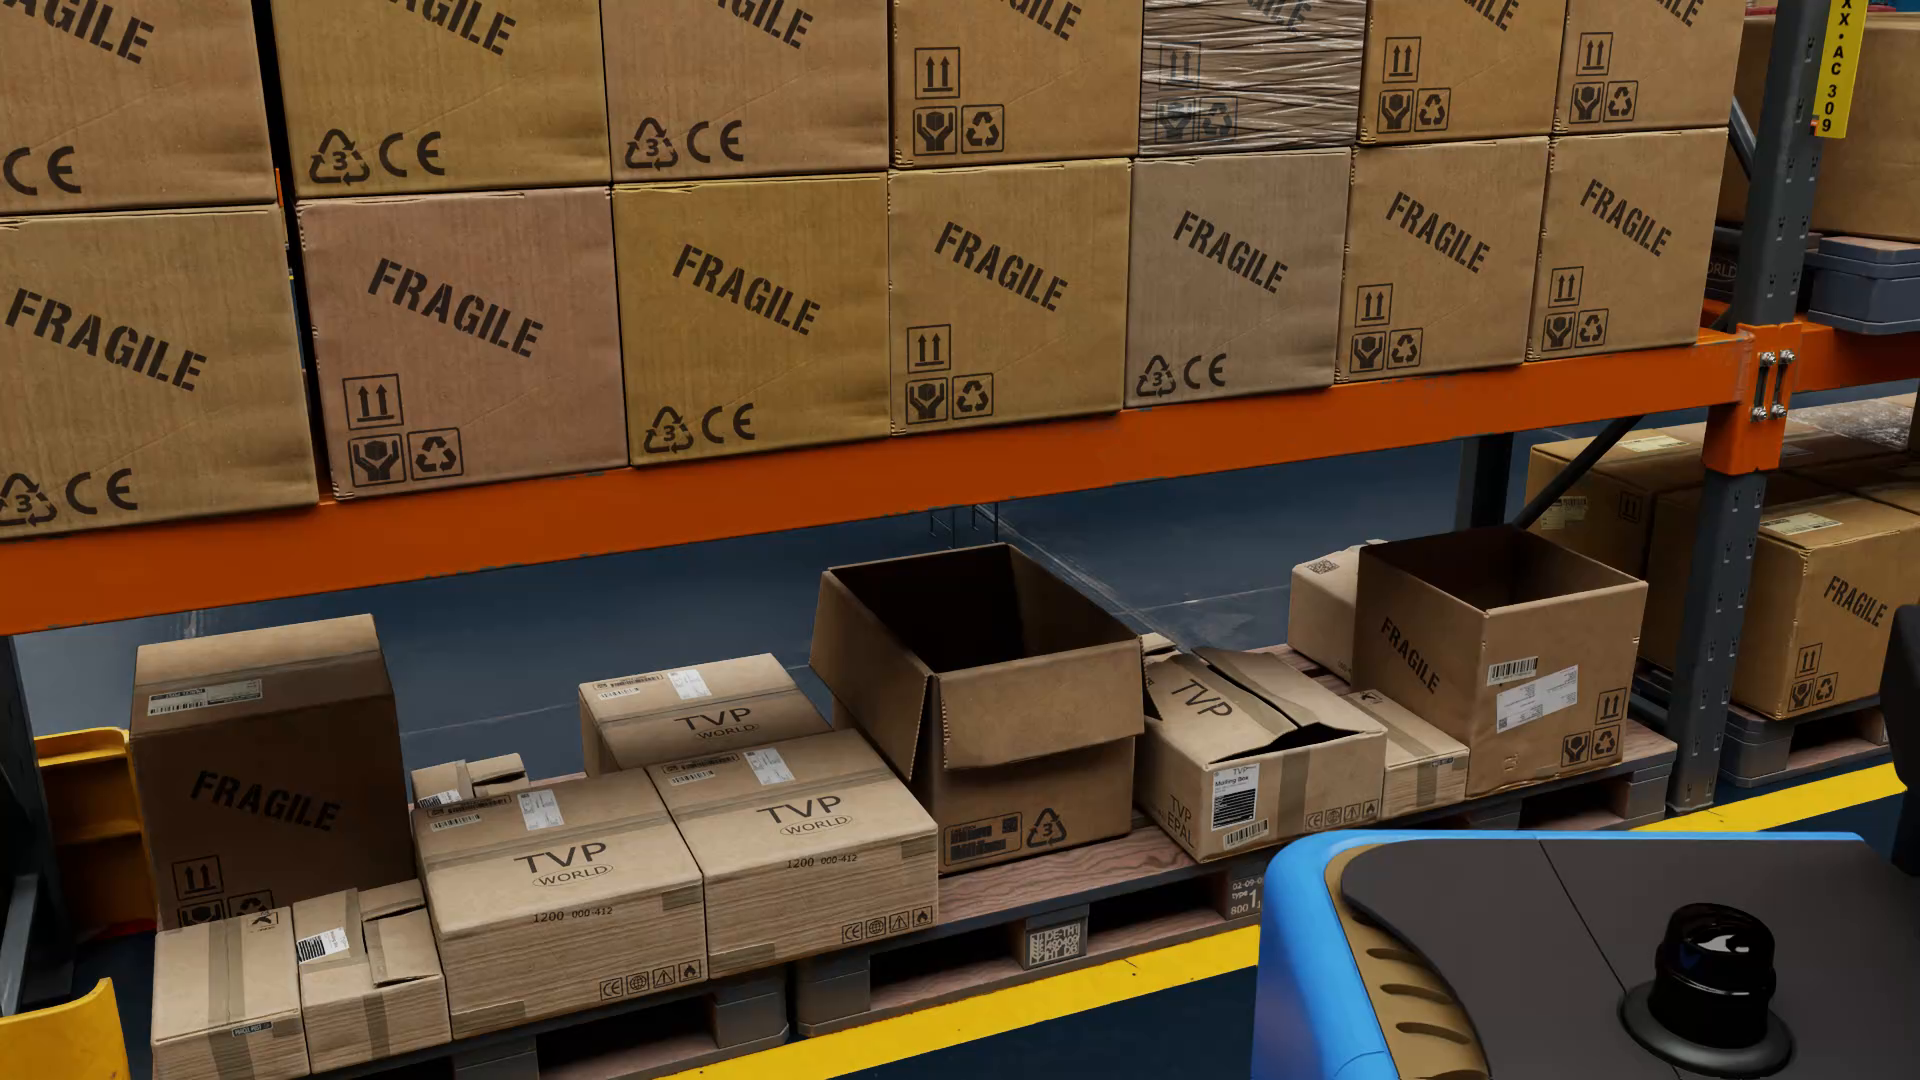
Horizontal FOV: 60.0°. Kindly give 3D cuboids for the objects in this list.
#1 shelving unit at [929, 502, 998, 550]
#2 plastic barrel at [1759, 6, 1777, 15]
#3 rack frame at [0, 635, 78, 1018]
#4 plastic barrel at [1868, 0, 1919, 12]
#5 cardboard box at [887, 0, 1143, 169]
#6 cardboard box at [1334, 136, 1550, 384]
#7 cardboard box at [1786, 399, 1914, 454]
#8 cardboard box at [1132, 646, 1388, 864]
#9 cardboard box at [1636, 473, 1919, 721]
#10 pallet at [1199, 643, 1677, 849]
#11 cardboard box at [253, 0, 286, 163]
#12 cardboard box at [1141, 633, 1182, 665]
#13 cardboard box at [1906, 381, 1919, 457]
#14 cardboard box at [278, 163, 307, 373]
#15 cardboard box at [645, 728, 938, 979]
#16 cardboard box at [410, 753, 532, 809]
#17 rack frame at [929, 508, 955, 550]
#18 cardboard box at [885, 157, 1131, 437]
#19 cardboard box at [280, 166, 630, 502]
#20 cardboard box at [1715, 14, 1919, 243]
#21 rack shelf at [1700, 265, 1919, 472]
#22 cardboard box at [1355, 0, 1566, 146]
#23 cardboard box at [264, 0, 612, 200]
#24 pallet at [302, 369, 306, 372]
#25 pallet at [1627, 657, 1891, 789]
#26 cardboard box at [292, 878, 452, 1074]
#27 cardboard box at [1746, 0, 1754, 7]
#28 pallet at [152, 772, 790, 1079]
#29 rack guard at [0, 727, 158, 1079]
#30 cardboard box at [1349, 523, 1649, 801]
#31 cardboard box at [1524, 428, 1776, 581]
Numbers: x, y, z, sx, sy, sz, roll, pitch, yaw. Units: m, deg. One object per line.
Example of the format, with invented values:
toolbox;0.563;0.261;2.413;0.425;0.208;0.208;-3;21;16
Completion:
shelving unit;0.013;-0.568;6.328;0.189;1.200;0.258;-8;21;-22
plastic barrel;5.519;-3.310;11.203;0.433;0.535;0.433;0;19;0
rack frame;-1.902;-0.312;2.892;0.127;3.000;1.000;-8;21;-22
plastic barrel;6.684;-3.680;11.702;0.708;0.901;0.600;-8;21;-22
cardboard box;0.015;-1.011;3.222;0.500;0.500;0.500;-8;21;-22
cardboard box;0.941;-0.673;3.767;0.500;0.500;0.500;-8;21;-20
cardboard box;3.029;-0.147;5.526;0.500;0.500;0.500;-8;21;-21
cardboard box;0.672;0.482;4.021;0.500;0.311;0.500;-8;21;-22
cardboard box;2.312;0.144;4.698;0.500;0.500;0.500;-9;21;-24
pallet;1.140;0.567;4.594;1.213;0.211;1.003;-8;21;-22
cardboard box;-1.138;-1.040;3.303;0.500;0.500;0.500;-8;21;-20
cardboard box;0.510;0.397;4.483;0.250;0.166;0.380;-8;21;-22
cardboard box;3.230;-0.341;4.947;0.500;0.250;0.500;-8;21;-22
cardboard box;-1.123;-0.571;3.475;0.500;0.500;0.500;-8;21;-21
cardboard box;-0.372;0.661;3.607;0.500;0.250;0.500;-8;21;-22
cardboard box;-1.092;0.644;3.779;0.250;0.166;0.380;-8;21;-22
rack frame;-0.071;-0.556;6.294;0.006;1.200;0.240;-8;21;-22
cardboard box;0.004;-0.537;3.381;0.500;0.500;0.500;-8;21;-21
cardboard box;-0.918;-0.407;3.010;0.500;0.500;0.500;-8;21;-22
cardboard box;2.295;-1.078;4.283;0.500;0.500;0.700;-17;26;-40
rack shelf;3.608;-0.762;5.253;4.000;0.370;1.077;-8;21;-22
cardboard box;0.940;-1.143;3.597;0.500;0.500;0.500;-9;21;-23
cardboard box;-0.913;-0.880;2.849;0.500;0.500;0.500;-8;21;-21
pallet;-3.088;-0.605;7.921;1.213;0.211;1.003;-8;21;-22
pallet;2.503;0.358;5.186;1.213;0.211;1.003;-8;21;-22
cardboard box;-1.151;0.834;3.242;0.250;0.166;0.380;-8;21;-22
cardboard box;7.466;-5.407;16.763;0.500;0.500;0.875;-8;21;-22
pallet;-1.100;0.888;3.682;1.213;0.211;1.003;-8;21;-22
rack guard;-1.832;0.857;3.336;0.348;0.500;1.175;-8;21;-22
cardboard box;1.360;0.295;4.270;0.500;0.500;0.500;-8;21;-22
cardboard box;2.111;-0.019;5.161;0.500;0.500;0.500;-8;21;-22
